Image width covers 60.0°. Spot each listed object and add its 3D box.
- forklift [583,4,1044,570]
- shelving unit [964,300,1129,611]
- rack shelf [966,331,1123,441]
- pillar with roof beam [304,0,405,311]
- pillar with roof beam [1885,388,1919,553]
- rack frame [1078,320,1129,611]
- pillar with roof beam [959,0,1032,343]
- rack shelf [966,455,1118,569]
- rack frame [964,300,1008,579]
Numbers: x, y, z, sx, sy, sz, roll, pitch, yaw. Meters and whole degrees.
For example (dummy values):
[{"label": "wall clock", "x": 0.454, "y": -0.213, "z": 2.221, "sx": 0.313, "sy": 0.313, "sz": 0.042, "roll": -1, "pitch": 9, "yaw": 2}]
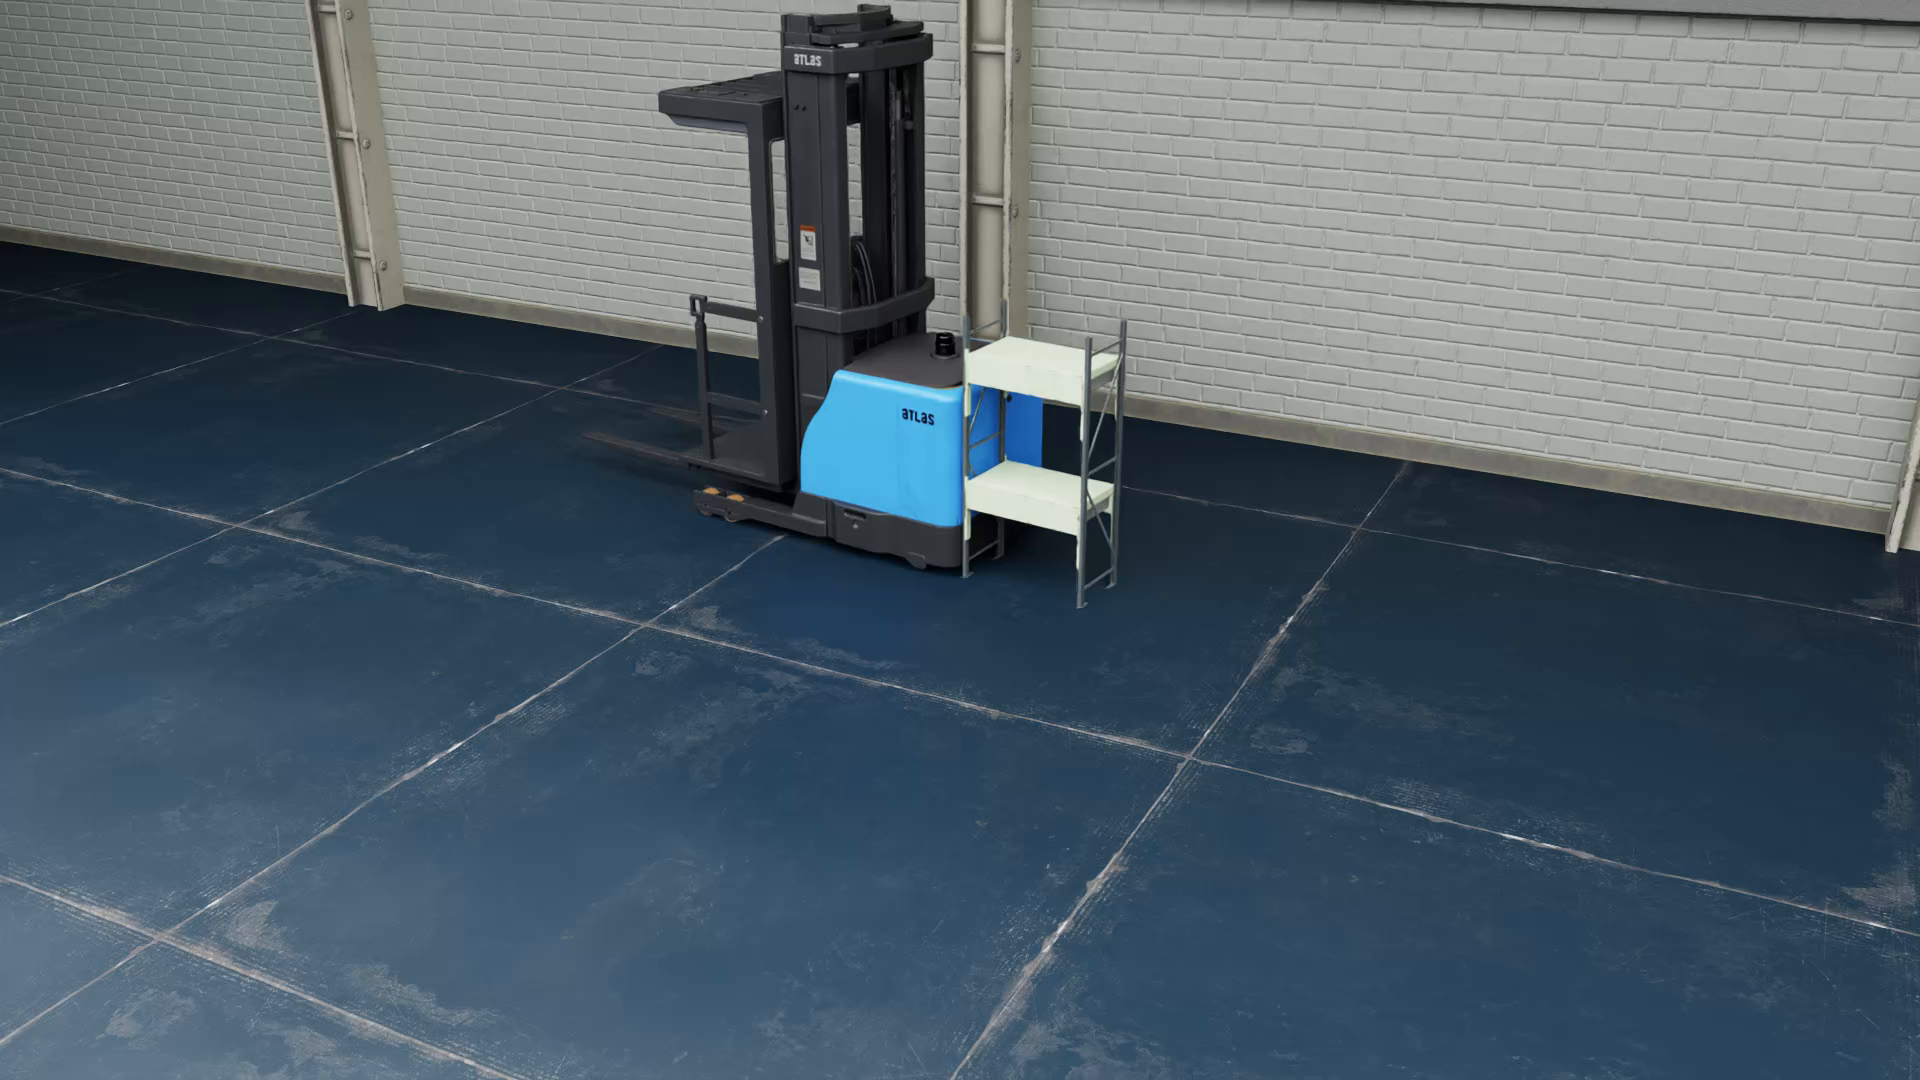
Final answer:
[{"label": "forklift", "x": -1.006, "y": -1.609, "z": 9.789, "sx": 3.031, "sy": 2.935, "sz": 1.130, "roll": 15, "pitch": 27, "yaw": 31}, {"label": "shelving unit", "x": 0.446, "y": -0.460, "z": 8.915, "sx": 0.755, "sy": 1.500, "sz": 0.431, "roll": 15, "pitch": 27, "yaw": 31}, {"label": "rack shelf", "x": 0.446, "y": -0.819, "z": 8.762, "sx": 0.720, "sy": 0.370, "sz": 0.431, "roll": 15, "pitch": 27, "yaw": 31}, {"label": "pillar with roof beam", "x": -7.060, "y": -4.712, "z": 9.331, "sx": 0.400, "sy": 9.000, "sz": 9.100, "roll": 11, "pitch": 25, "yaw": 25}, {"label": "pillar with roof beam", "x": 3.649, "y": -2.593, "z": 4.348, "sx": 0.400, "sy": 9.000, "sz": 9.100, "roll": 11, "pitch": 25, "yaw": 25}, {"label": "rack frame", "x": 0.751, "y": -0.381, "z": 8.729, "sx": 0.023, "sy": 1.500, "sz": 0.400, "roll": 15, "pitch": 27, "yaw": 31}, {"label": "pillar with roof beam", "x": -1.705, "y": -3.652, "z": 6.839, "sx": 0.400, "sy": 9.000, "sz": 9.100, "roll": 11, "pitch": 25, "yaw": 25}, {"label": "rack shelf", "x": 0.446, "y": -0.160, "z": 9.042, "sx": 0.720, "sy": 0.370, "sz": 0.431, "roll": 15, "pitch": 27, "yaw": 31}, {"label": "rack frame", "x": 0.141, "y": -0.539, "z": 9.100, "sx": 0.023, "sy": 1.500, "sz": 0.400, "roll": 15, "pitch": 27, "yaw": 31}]
